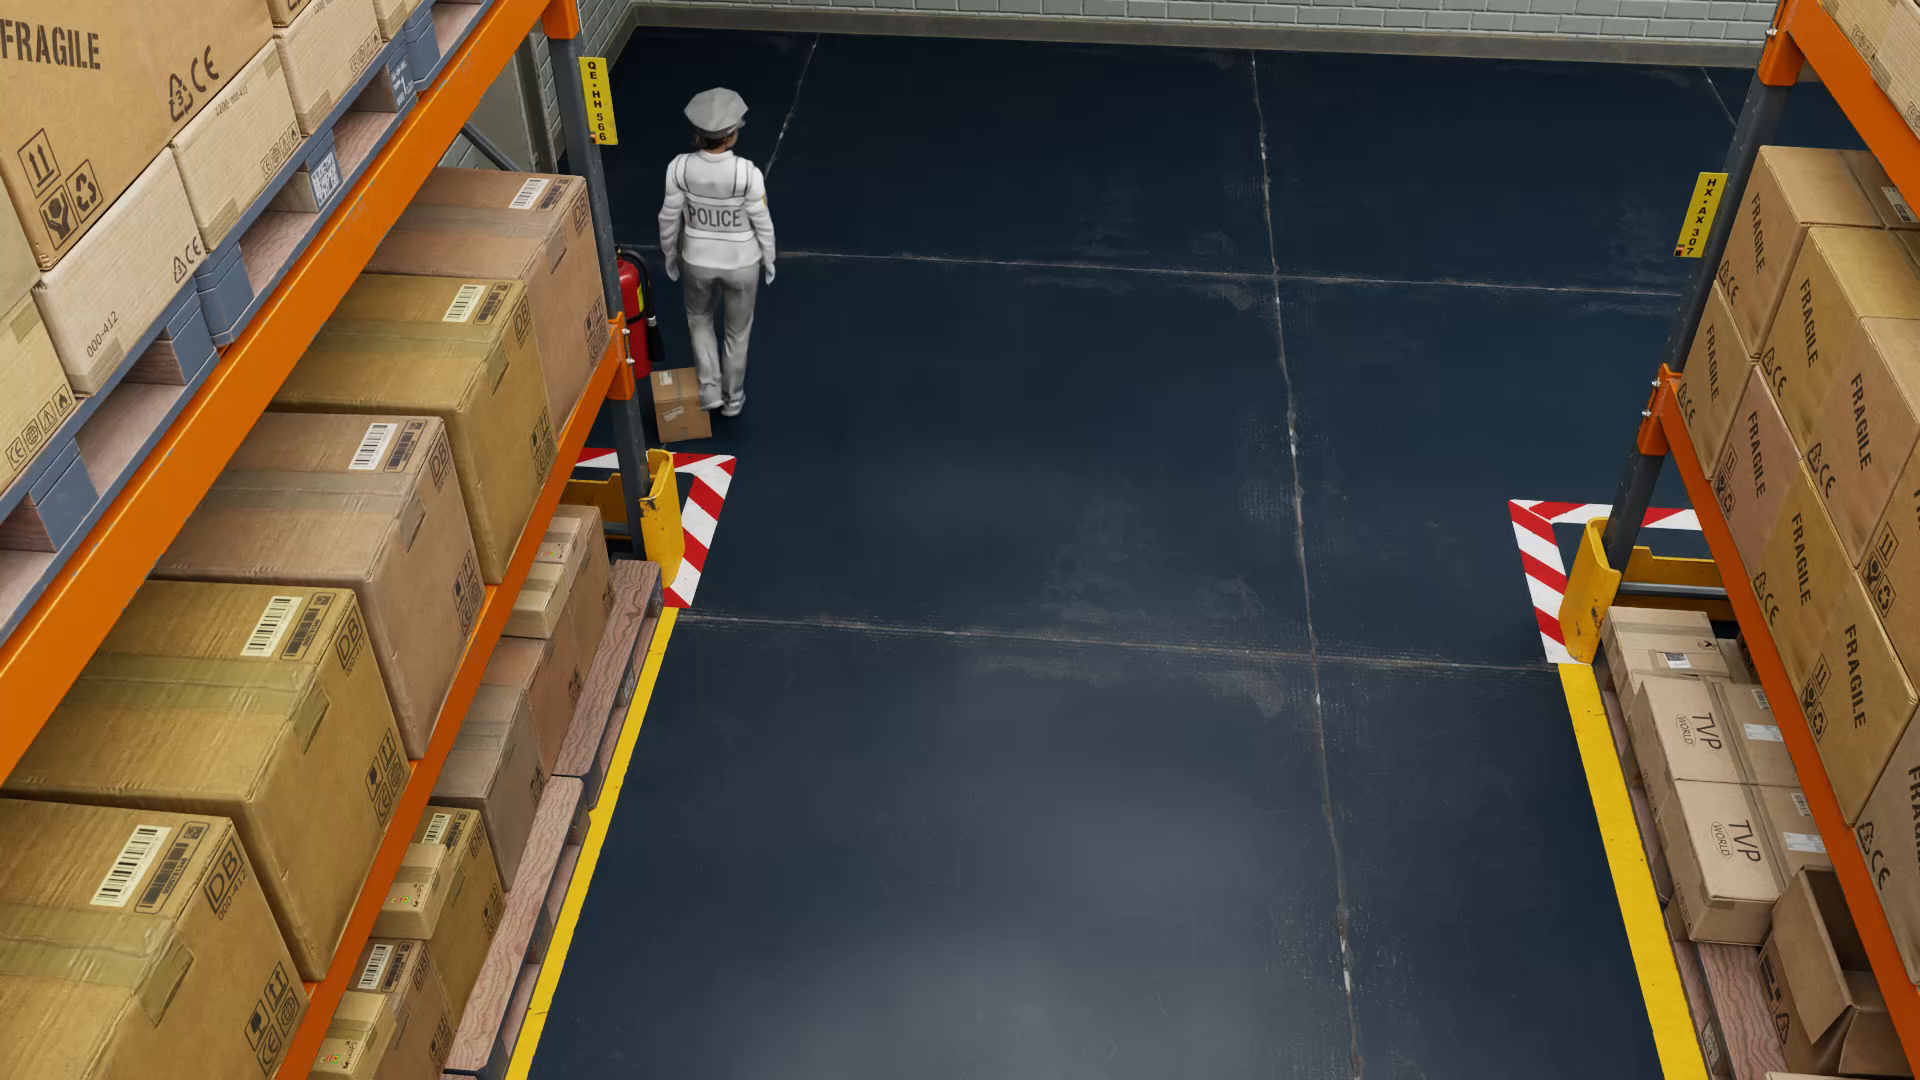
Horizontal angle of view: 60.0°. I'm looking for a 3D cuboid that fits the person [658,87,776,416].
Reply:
[{"bbox_3d":[-1.106,-1.239,7.619,0.541,1.695,0.468,3,40,4],"label":"person"}]
